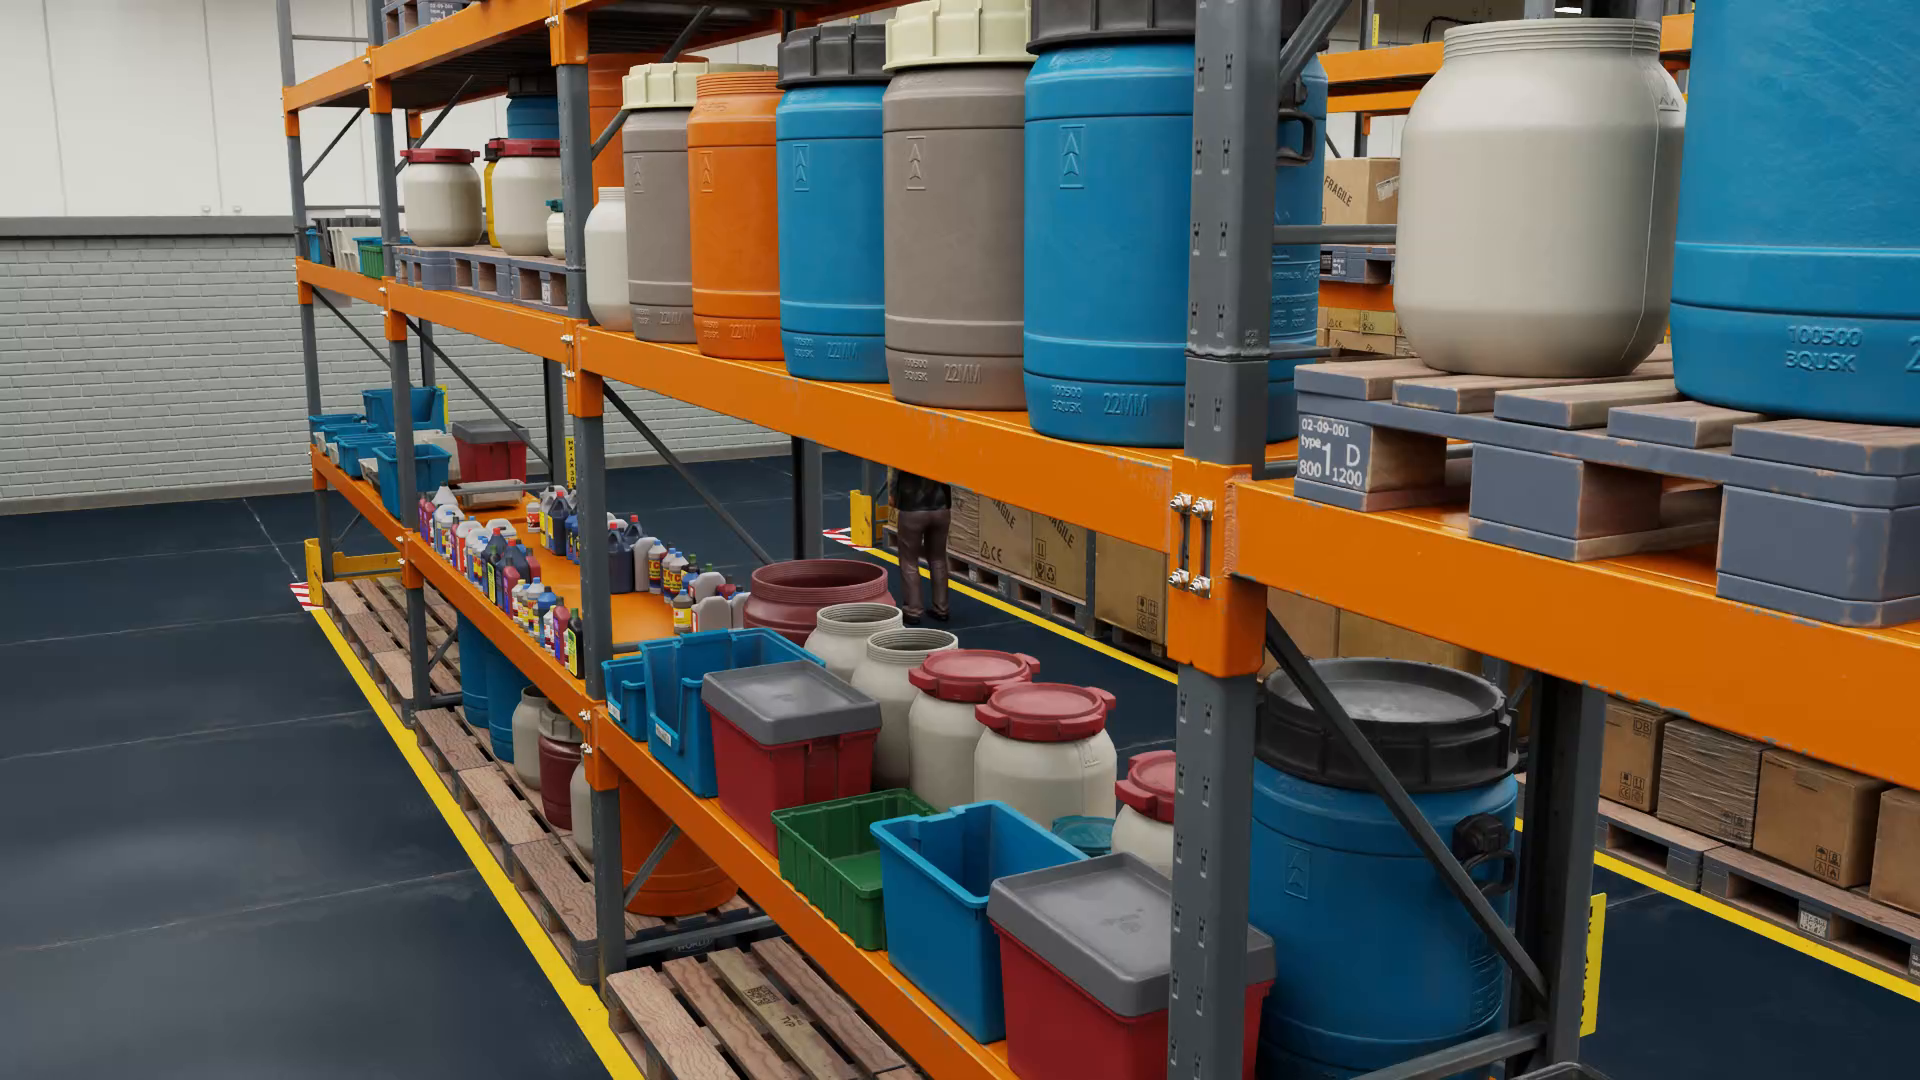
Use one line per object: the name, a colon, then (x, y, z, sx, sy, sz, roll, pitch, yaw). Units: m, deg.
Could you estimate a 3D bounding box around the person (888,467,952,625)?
person: (-0.342, -0.217, 13.092, 0.494, 1.711, 0.539, -6, 13, -27)
